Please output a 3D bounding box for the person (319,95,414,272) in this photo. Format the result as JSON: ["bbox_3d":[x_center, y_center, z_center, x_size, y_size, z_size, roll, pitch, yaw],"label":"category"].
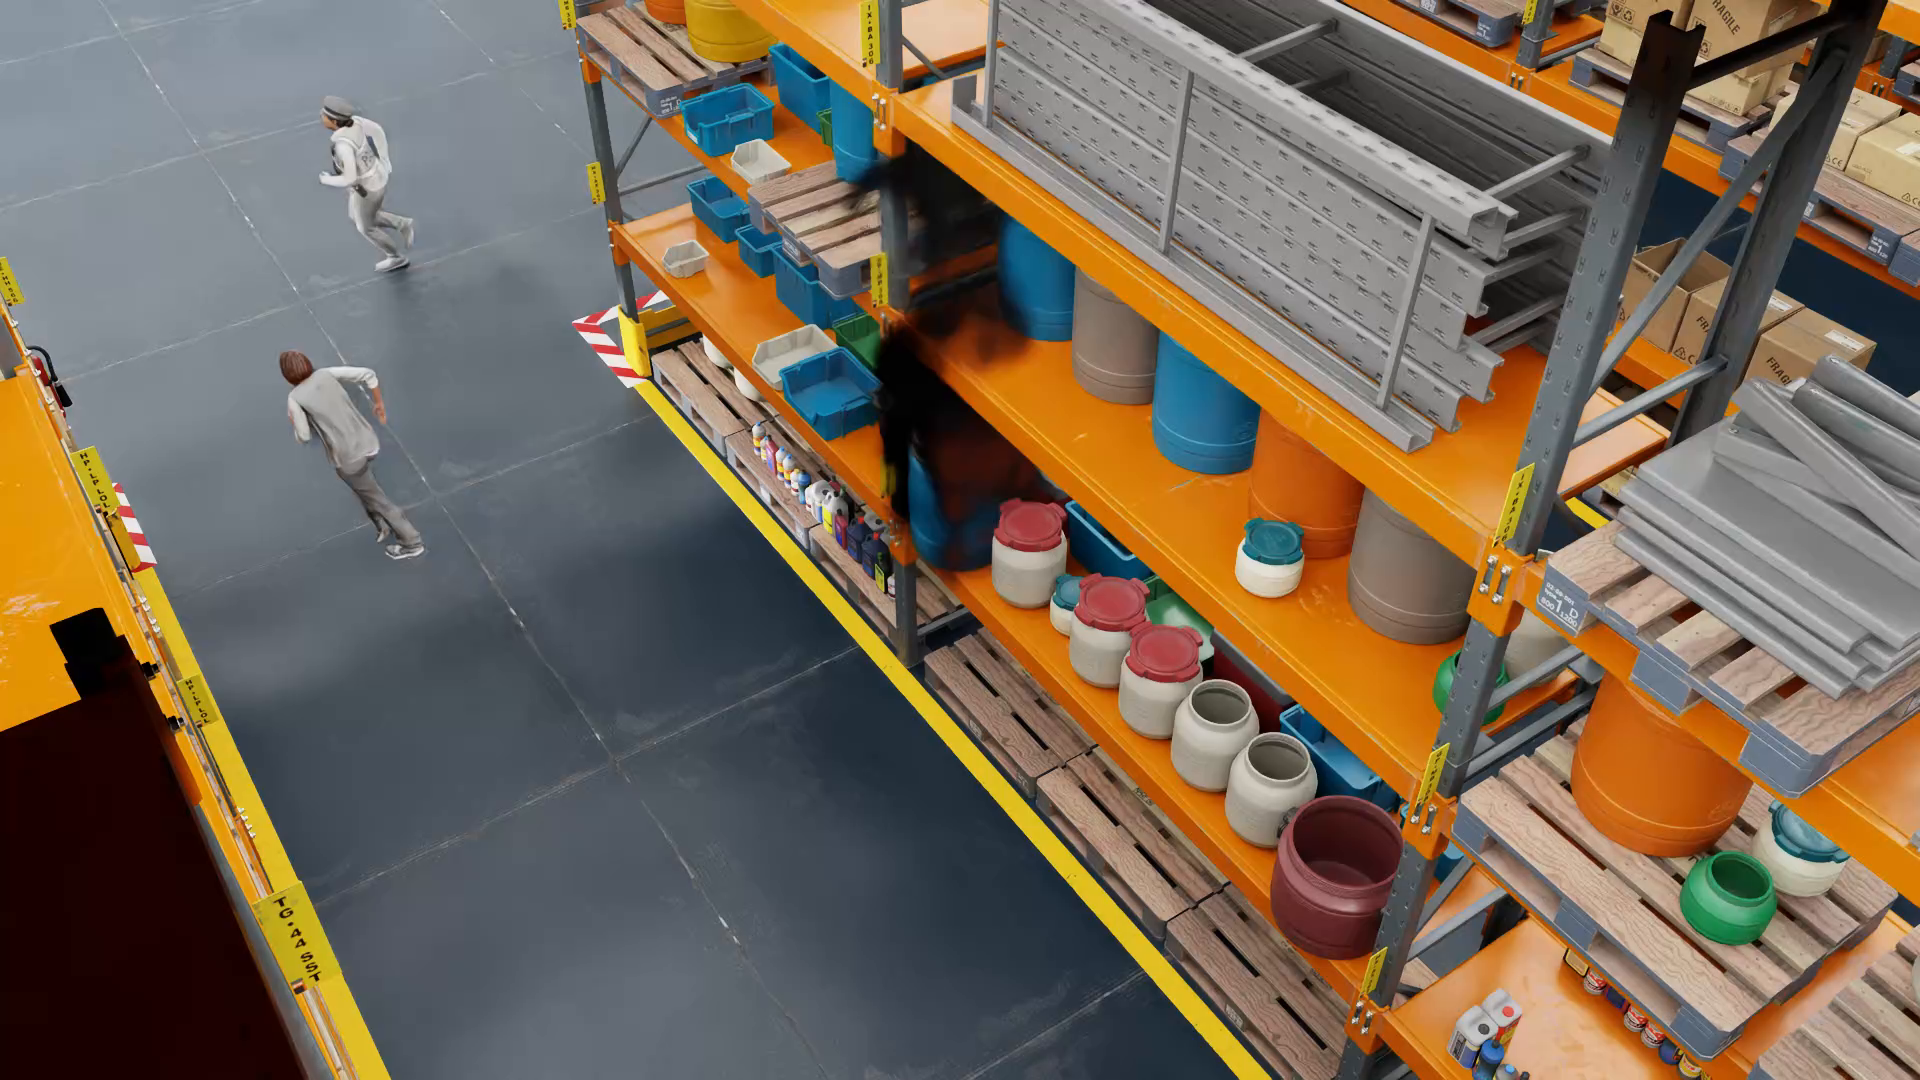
[{"bbox_3d":[-4.939,-2.932,13.762,0.627,1.643,0.654,-2,43,-2],"label":"person"}]

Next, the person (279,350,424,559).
[{"bbox_3d":[-3.970,-0.577,10.898,0.867,1.478,0.570,21,47,21],"label":"person"}]
